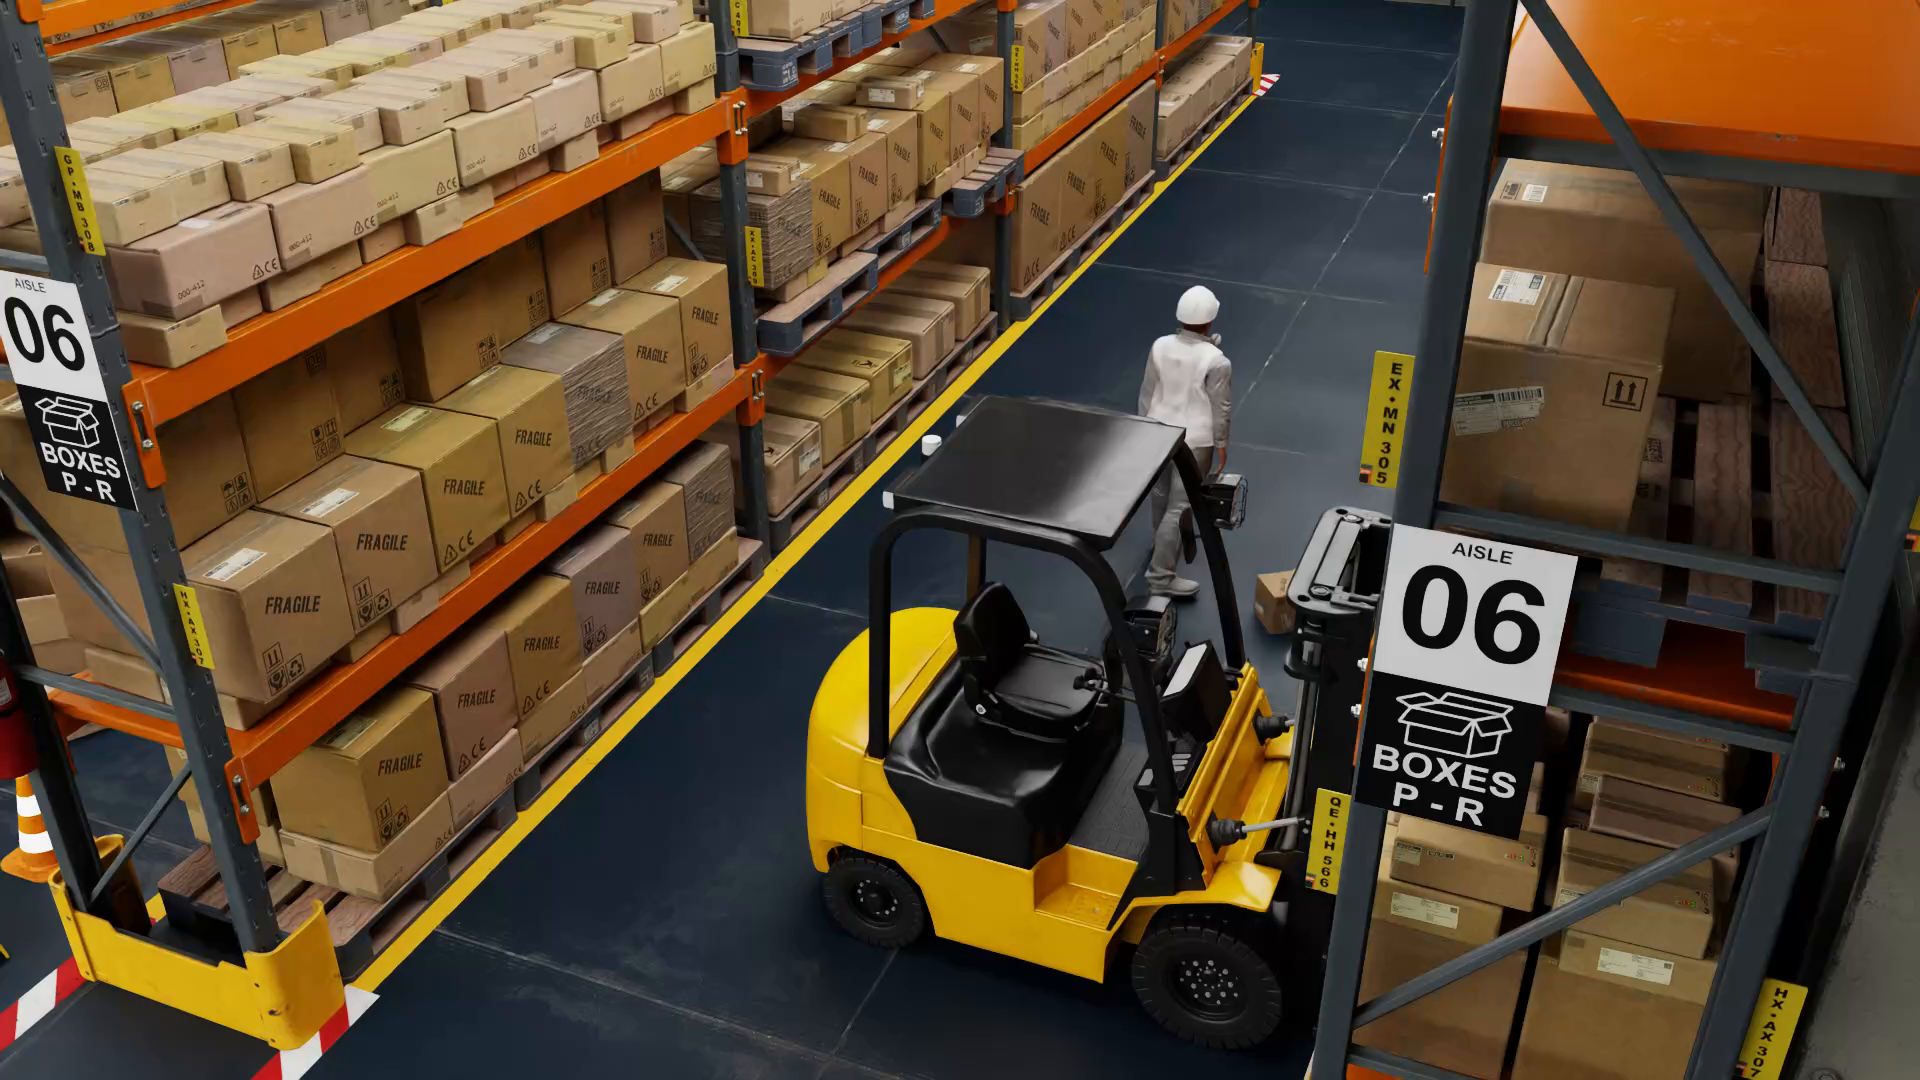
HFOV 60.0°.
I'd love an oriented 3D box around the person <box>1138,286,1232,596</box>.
[{"bbox_3d":[1.272,-0.633,9.476,0.679,1.736,0.841,25,38,37],"label":"person"}]
